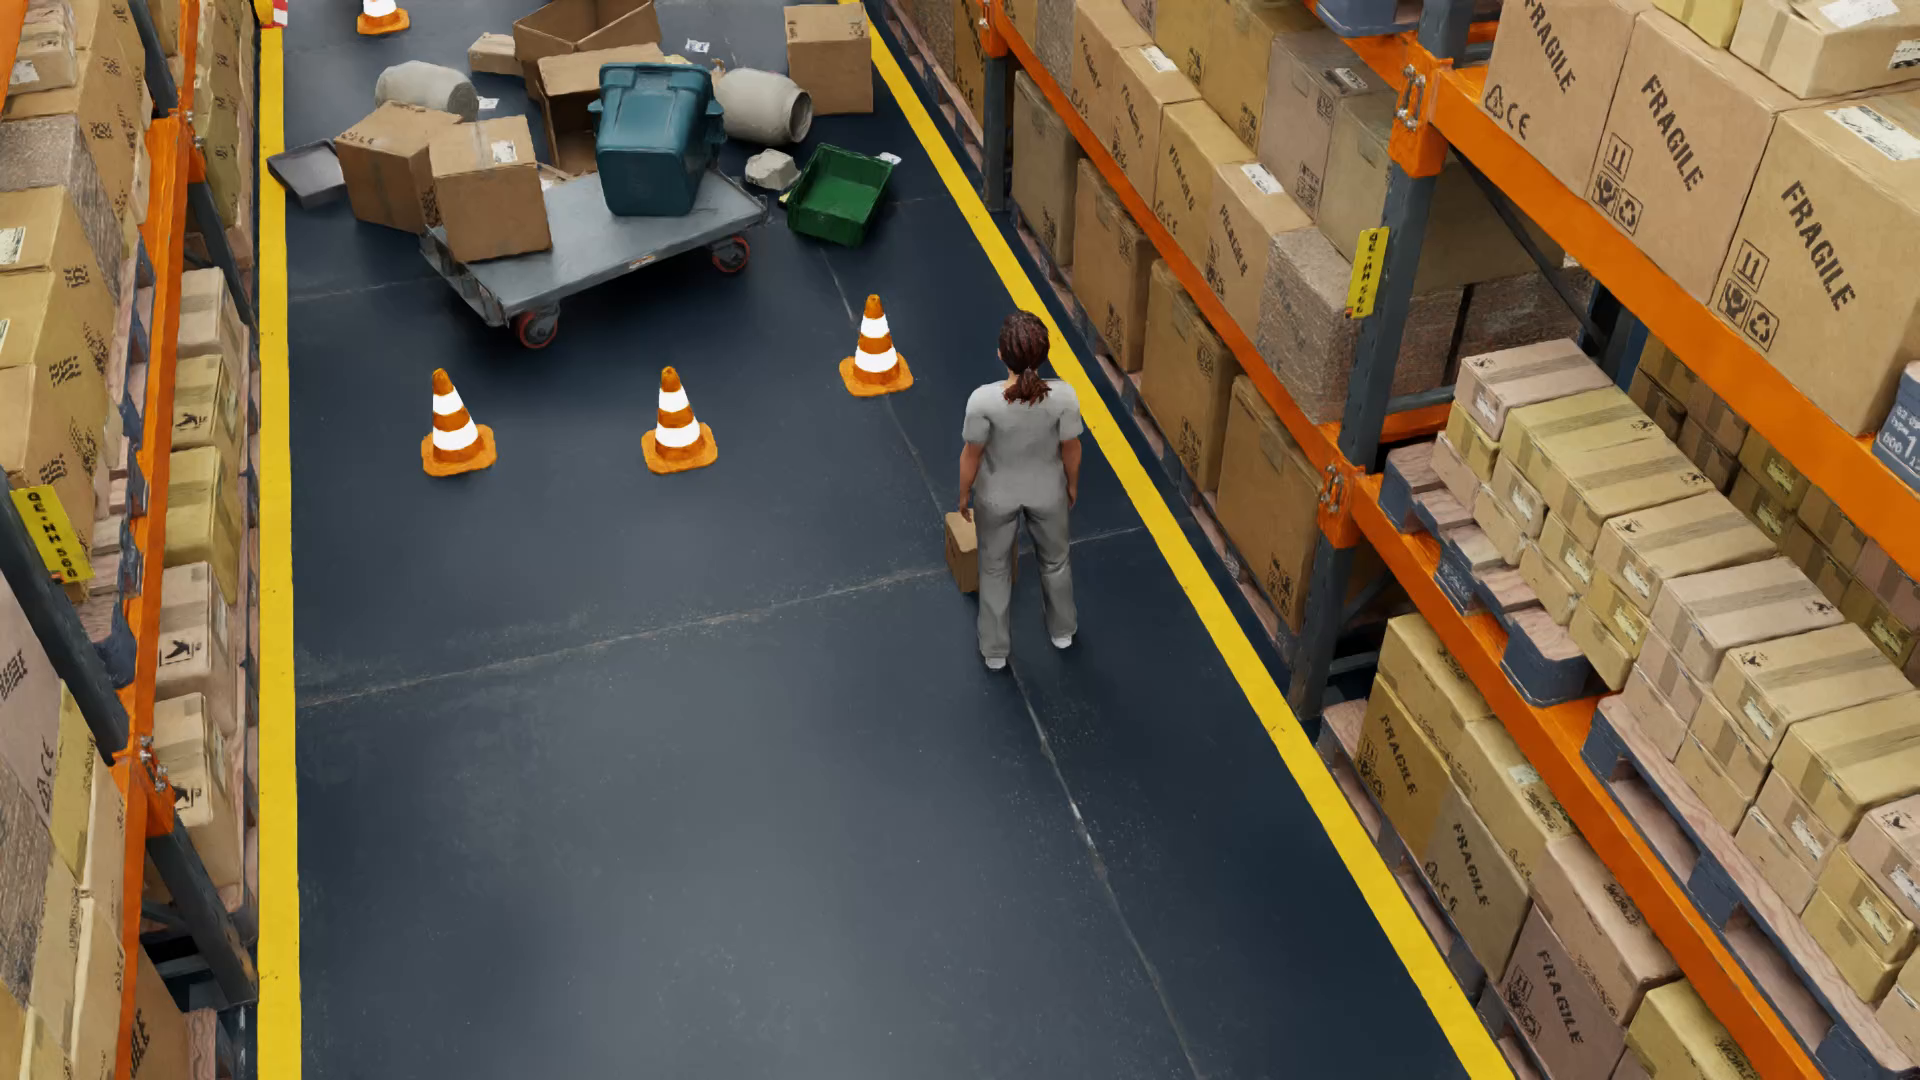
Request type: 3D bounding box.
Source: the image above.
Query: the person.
[{"bbox_3d":[0.239,-0.206,6.380,0.498,1.668,0.451,-3,42,-4],"label":"person"}]
